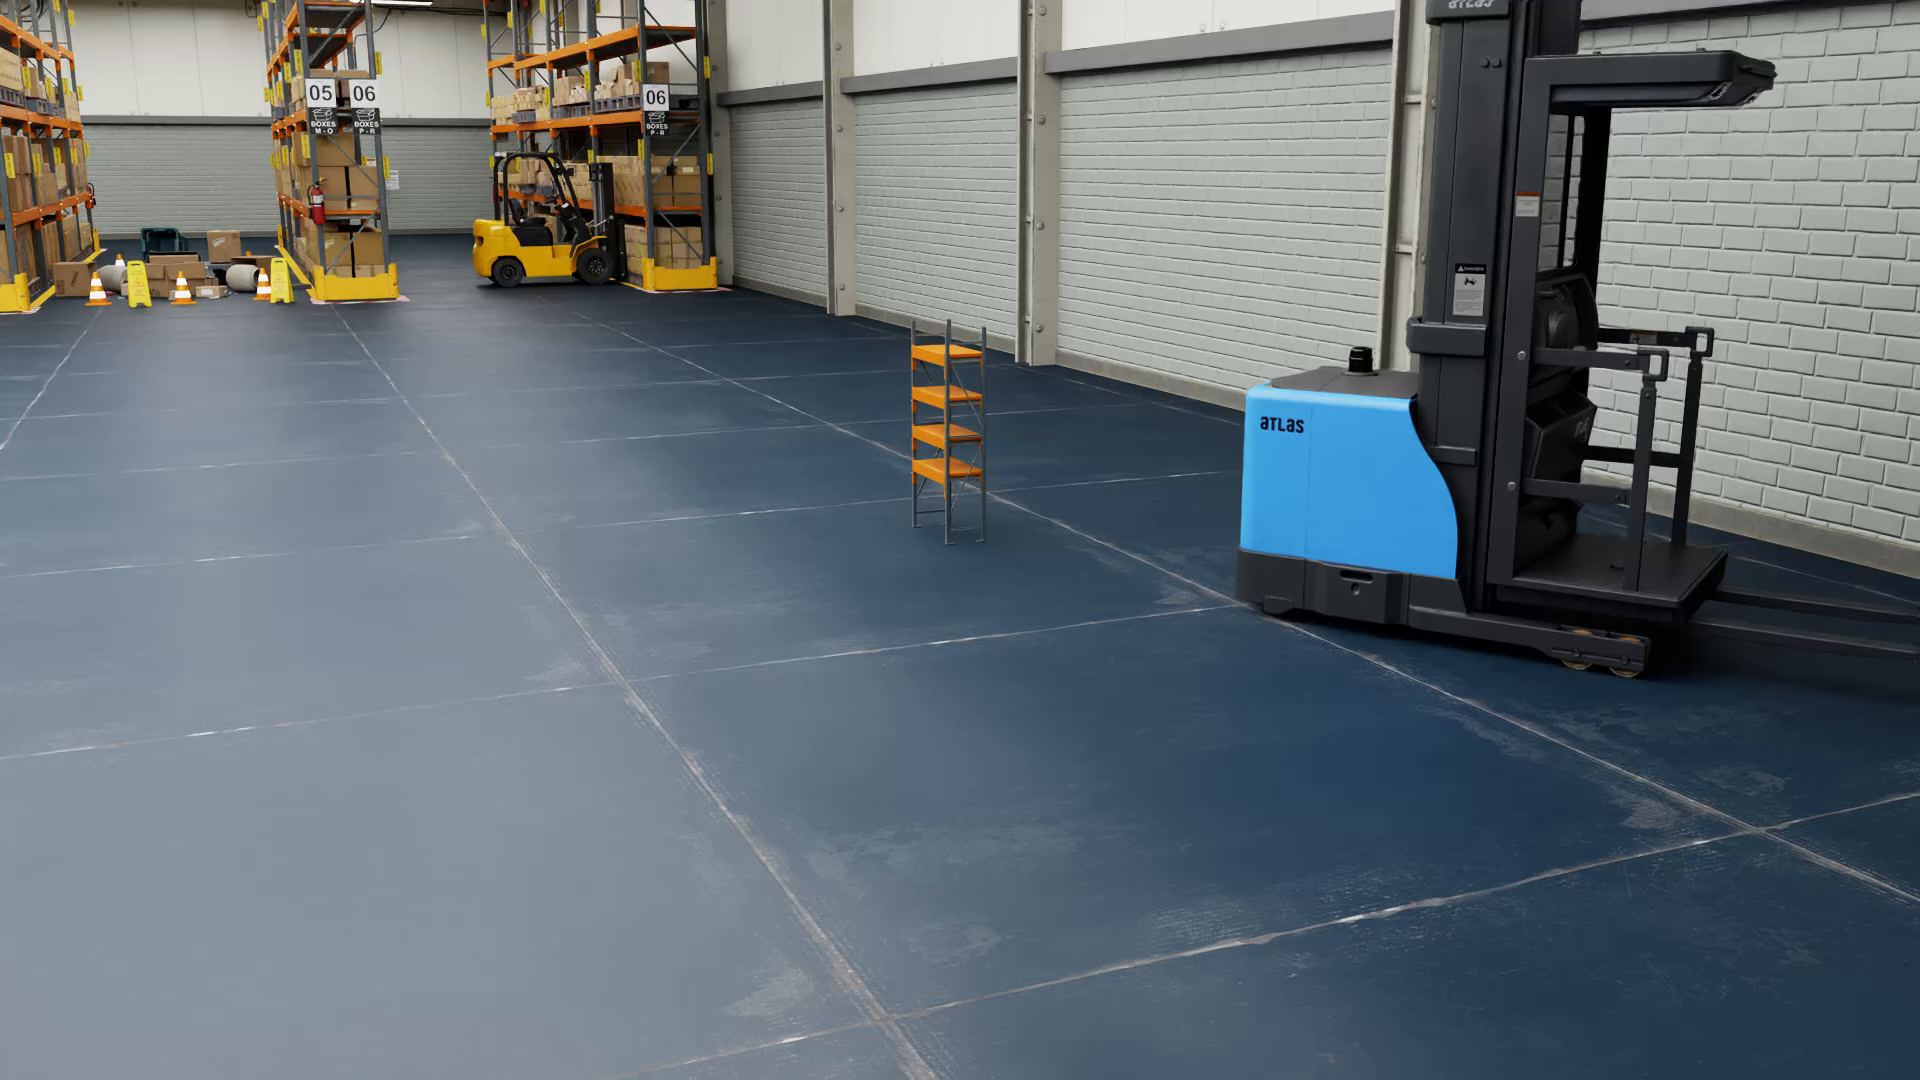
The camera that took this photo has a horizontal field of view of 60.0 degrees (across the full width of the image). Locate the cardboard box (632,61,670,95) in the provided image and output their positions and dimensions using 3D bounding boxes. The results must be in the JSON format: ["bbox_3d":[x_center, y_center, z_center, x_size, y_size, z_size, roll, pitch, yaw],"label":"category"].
[{"bbox_3d":[-4.956,-7.396,26.644,0.500,0.500,0.500,-5,14,-21],"label":"cardboard box"}]

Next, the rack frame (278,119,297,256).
[{"bbox_3d":[-13.909,-7.593,35.524,1.000,3.000,0.127,-6,14,-23],"label":"rack frame"}]

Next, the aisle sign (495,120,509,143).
[{"bbox_3d":[-11.261,-10.122,40.688,0.394,0.787,0.004,-6,14,-23],"label":"aisle sign"}]

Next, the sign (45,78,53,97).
[{"bbox_3d":[-16.290,-8.099,29.735,0.100,0.325,0.005,-6,14,-23],"label":"sign"}]

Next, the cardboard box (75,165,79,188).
[{"bbox_3d":[-18.576,-7.545,34.436,0.500,0.500,0.500,-6,14,-23],"label":"cardboard box"}]

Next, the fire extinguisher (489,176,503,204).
[{"bbox_3d":[-11.447,-8.638,41.037,0.296,0.674,0.183,-6,14,-23],"label":"fire extinguisher"}]

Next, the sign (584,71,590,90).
[{"bbox_3d":[-6.651,-8.205,29.670,0.100,0.325,0.005,-6,14,-23],"label":"sign"}]

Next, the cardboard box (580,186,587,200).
[{"bbox_3d":[-6.806,-6.500,31.134,0.500,0.250,0.500,-6,14,-23],"label":"cardboard box"}]

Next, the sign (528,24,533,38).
[{"bbox_3d":[-10.448,-12.369,40.434,0.100,0.325,0.005,-6,14,-23],"label":"sign"}]

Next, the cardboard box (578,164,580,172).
[{"bbox_3d":[-7.037,-7.066,31.586,0.380,0.149,0.250,-5,14,-22],"label":"cardboard box"}]

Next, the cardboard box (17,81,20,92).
[{"bbox_3d":[-14.555,-6.913,25.337,0.380,0.149,0.250,-5,14,-22],"label":"cardboard box"}]

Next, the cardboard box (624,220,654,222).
[{"bbox_3d":[-5.784,-5.657,30.109,0.500,0.250,0.500,-5,14,-22],"label":"cardboard box"}]

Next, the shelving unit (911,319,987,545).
[{"bbox_3d":[-0.066,-0.619,9.382,0.258,1.200,0.503,-6,14,-23],"label":"shelving unit"}]

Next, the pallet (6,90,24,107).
[{"bbox_3d":[-14.881,-6.720,25.298,1.003,0.211,1.213,-6,14,-23],"label":"pallet"}]

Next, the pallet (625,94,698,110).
[{"bbox_3d":[-4.815,-7.129,27.065,1.003,0.211,1.213,-6,14,-23],"label":"pallet"}]

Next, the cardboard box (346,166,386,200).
[{"bbox_3d":[-9.038,-5.430,25.298,0.500,0.500,0.500,-6,14,-24],"label":"cardboard box"}]

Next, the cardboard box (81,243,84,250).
[{"bbox_3d":[-18.256,-6.045,34.226,0.380,0.149,0.250,-6,14,-25],"label":"cardboard box"}]

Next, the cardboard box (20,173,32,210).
[{"bbox_3d":[-14.800,-5.358,25.537,0.875,0.550,0.550,-6,14,-23],"label":"cardboard box"}]

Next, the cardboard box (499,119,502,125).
[{"bbox_3d":[-10.717,-9.900,39.397,0.380,0.149,0.250,-6,14,-23],"label":"cardboard box"}]

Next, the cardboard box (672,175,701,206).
[{"bbox_3d":[-4.500,-5.739,27.292,0.500,0.500,0.500,-5,14,-21],"label":"cardboard box"}]

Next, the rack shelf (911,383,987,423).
[{"bbox_3d":[-0.066,-0.771,9.347,0.258,0.148,0.480,-6,14,-23],"label":"rack shelf"}]

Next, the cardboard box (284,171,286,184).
[{"bbox_3d":[-13.374,-7.331,33.616,0.500,0.250,0.500,-6,14,-25],"label":"cardboard box"}]

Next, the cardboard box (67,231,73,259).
[{"bbox_3d":[-17.056,-5.558,31.344,0.500,0.500,0.500,-5,14,-22],"label":"cardboard box"}]

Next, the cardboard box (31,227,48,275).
[{"bbox_3d":[-15.531,-4.701,27.086,1.050,0.750,0.750,-6,14,-23],"label":"cardboard box"}]

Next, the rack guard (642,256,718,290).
[{"bbox_3d":[-4.546,-4.340,27.013,1.175,0.500,0.348,-6,14,-23],"label":"rack guard"}]

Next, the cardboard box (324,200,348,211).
[{"bbox_3d":[-9.448,-5.049,25.090,0.380,0.149,0.250,-5,14,-21],"label":"cardboard box"}]

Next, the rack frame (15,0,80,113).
[{"bbox_3d":[-20.006,-10.874,36.396,1.000,3.000,0.127,-6,14,-23],"label":"rack frame"}]

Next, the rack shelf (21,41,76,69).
[{"bbox_3d":[-19.205,-10.109,34.692,1.077,0.370,4.000,-6,14,-23],"label":"rack shelf"}]

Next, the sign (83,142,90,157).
[{"bbox_3d":[-19.490,-8.715,37.105,0.100,0.325,0.005,-6,14,-23],"label":"sign"}]

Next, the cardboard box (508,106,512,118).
[{"bbox_3d":[-10.003,-9.759,37.902,0.500,0.250,0.500,-6,14,-25],"label":"cardboard box"}]

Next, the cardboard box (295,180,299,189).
[{"bbox_3d":[-12.106,-6.584,30.790,0.380,0.149,0.250,-6,14,-23],"label":"cardboard box"}]

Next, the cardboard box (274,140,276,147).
[{"bbox_3d":[-15.454,-9.061,37.989,0.380,0.149,0.250,-5,14,-21],"label":"cardboard box"}]

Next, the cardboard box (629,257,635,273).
[{"bbox_3d":[-5.224,-4.600,27.759,0.500,0.250,0.500,-6,14,-23],"label":"cardboard box"}]

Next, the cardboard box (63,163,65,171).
[{"bbox_3d":[-18.064,-7.432,33.134,0.380,0.149,0.250,-5,14,-20],"label":"cardboard box"}]

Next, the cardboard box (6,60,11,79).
[{"bbox_3d":[-14.163,-6.868,24.258,0.500,0.250,0.500,-6,14,-23],"label":"cardboard box"}]

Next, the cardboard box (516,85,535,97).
[{"bbox_3d":[-9.562,-9.887,36.610,0.396,0.266,0.258,-6,14,-24],"label":"cardboard box"}]

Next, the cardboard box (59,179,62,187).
[{"bbox_3d":[-17.539,-6.874,32.044,0.380,0.149,0.250,-5,14,-21],"label":"cardboard box"}]

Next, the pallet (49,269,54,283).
[{"bbox_3d":[-16.070,-4.519,28.425,1.003,0.211,1.213,-6,14,-23],"label":"pallet"}]

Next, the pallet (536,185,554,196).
[{"bbox_3d":[-8.096,-7.256,34.493,1.213,0.211,1.003,-6,14,-23],"label":"pallet"}]

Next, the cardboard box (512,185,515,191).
[{"bbox_3d":[-10.180,-8.173,38.587,0.380,0.149,0.250,-6,14,-24],"label":"cardboard box"}]

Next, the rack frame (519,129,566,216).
[{"bbox_3d":[-9.363,-8.042,37.464,1.000,3.000,0.127,-6,14,-23],"label":"rack frame"}]

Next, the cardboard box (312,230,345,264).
[{"bbox_3d":[-9.874,-4.593,26.068,0.500,0.500,0.500,-5,14,-21],"label":"cardboard box"}]

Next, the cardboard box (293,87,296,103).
[{"bbox_3d":[-10.564,-7.252,27.071,0.500,0.250,0.500,-6,14,-23],"label":"cardboard box"}]

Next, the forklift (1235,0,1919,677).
[{"bbox_3d":[2.819,-0.994,7.164,3.031,2.935,1.130,8,15,32],"label":"forklift"}]

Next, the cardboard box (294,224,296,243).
[{"bbox_3d":[-14.062,-6.689,36.368,0.875,0.438,0.875,-6,14,-24],"label":"cardboard box"}]

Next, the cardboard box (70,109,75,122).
[{"bbox_3d":[-18.747,-8.845,34.613,0.500,0.250,0.500,-5,14,-21],"label":"cardboard box"}]

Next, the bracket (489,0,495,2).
[{"bbox_3d":[-12.660,-14.726,45.059,0.235,0.232,0.430,-6,14,-23],"label":"bracket"}]

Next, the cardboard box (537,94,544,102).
[{"bbox_3d":[-8.586,-9.203,34.619,0.380,0.149,0.250,-6,14,-24],"label":"cardboard box"}]

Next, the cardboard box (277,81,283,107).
[{"bbox_3d":[-12.877,-8.668,32.366,0.700,0.500,0.500,-6,15,-26],"label":"cardboard box"}]

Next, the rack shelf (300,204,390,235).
[{"bbox_3d":[-9.903,-5.176,26.678,1.077,0.370,4.000,-6,14,-23],"label":"rack shelf"}]
